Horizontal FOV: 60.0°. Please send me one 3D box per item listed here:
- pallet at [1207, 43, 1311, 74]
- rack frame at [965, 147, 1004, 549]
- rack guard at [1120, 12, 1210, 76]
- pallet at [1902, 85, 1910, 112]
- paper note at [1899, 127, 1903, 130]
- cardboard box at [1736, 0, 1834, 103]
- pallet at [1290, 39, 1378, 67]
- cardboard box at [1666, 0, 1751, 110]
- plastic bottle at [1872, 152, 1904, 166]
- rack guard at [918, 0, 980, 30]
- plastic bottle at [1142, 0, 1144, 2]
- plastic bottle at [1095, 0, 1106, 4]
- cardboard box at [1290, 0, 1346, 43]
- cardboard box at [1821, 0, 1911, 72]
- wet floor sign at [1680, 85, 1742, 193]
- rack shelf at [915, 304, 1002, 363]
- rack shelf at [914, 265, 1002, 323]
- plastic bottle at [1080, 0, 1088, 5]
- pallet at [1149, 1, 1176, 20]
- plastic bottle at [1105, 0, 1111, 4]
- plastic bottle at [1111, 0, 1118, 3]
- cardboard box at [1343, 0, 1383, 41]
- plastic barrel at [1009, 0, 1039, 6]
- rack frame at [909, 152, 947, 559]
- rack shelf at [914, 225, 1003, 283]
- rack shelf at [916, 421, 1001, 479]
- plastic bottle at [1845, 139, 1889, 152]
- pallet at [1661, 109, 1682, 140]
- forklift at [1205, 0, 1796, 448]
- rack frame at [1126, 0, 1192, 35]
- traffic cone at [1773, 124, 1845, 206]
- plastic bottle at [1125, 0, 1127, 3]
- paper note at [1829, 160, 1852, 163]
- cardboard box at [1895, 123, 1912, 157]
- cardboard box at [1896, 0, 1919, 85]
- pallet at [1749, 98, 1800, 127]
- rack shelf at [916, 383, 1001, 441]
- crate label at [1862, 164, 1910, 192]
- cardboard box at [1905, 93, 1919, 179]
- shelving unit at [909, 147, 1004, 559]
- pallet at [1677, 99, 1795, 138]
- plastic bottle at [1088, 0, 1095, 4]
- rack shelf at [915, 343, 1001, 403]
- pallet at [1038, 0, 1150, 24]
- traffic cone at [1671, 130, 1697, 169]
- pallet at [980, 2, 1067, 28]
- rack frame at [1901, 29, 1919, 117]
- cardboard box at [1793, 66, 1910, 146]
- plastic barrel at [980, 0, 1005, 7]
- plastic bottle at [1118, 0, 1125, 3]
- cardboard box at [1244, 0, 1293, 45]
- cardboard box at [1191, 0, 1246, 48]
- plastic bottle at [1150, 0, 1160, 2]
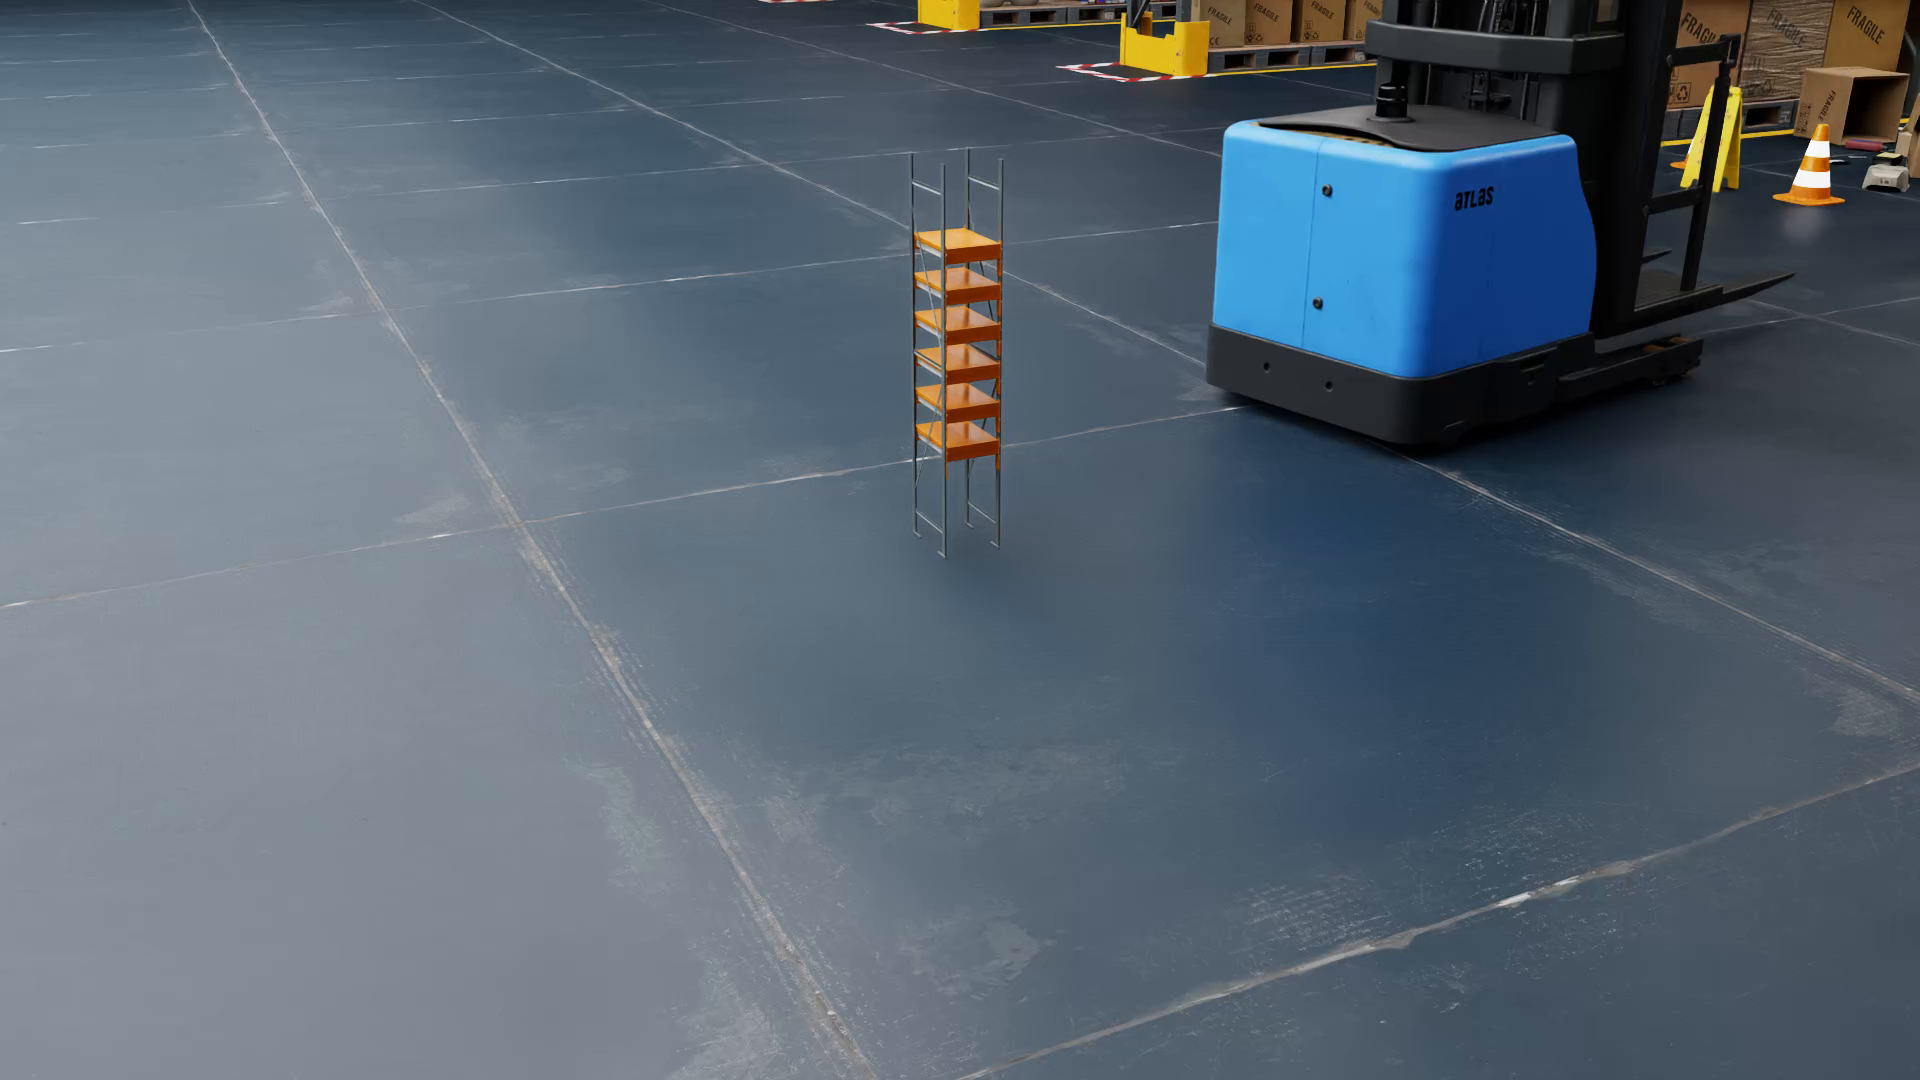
[{"bbox_3d":[2.768,-4.925,16.871,1.213,0.211,1.003,-10,25,-24],"label":"pallet"},{"bbox_3d":[0.069,-0.567,5.051,0.006,1.200,0.240,-10,25,-24],"label":"rack frame"},{"bbox_3d":[2.021,-4.935,16.519,0.348,0.500,1.175,-10,25,-24],"label":"rack guard"},{"bbox_3d":[8.280,-3.881,14.349,1.213,0.211,1.003,-10,25,-24],"label":"pallet"},{"bbox_3d":[7.404,-3.220,12.988,0.147,0.020,0.142,10,24,22],"label":"paper note"},{"bbox_3d":[6.209,-3.997,13.212,0.875,0.875,0.875,-10,25,-23],"label":"cardboard box"},{"bbox_3d":[3.866,-5.125,17.356,1.213,0.211,1.003,-10,25,-24],"label":"pallet"},{"bbox_3d":[5.387,-3.846,12.848,0.875,0.875,0.875,-11,25,-24],"label":"cardboard box"},{"bbox_3d":[6.473,-2.657,11.588,0.133,0.061,0.283,20,30,40],"label":"plastic bottle"},{"bbox_3d":[-0.147,-6.659,20.682,0.348,0.500,1.175,-10,25,-24],"label":"rack guard"},{"bbox_3d":[2.341,-7.076,21.408,0.135,0.276,0.152,-10,24,-23],"label":"plastic bottle"},{"bbox_3d":[1.785,-6.958,21.113,0.133,0.283,0.061,-10,25,-23],"label":"plastic bottle"},{"bbox_3d":[3.619,-5.423,17.148,0.500,0.500,0.500,-8,24,-19],"label":"cardboard box"},{"bbox_3d":[7.020,-4.147,13.576,0.875,0.875,0.875,-10,25,-23],"label":"cardboard box"},{"bbox_3d":[4.845,-2.577,10.631,0.232,0.644,0.267,-15,27,-33],"label":"wet floor sign"},{"bbox_3d":[-0.013,-0.622,4.986,0.180,0.103,0.258,-10,25,-24],"label":"rack shelf"},{"bbox_3d":[-0.013,-0.733,4.940,0.180,0.103,0.258,-10,25,-24],"label":"rack shelf"},{"bbox_3d":[1.573,-6.921,21.039,0.097,0.271,0.097,0,22,0],"label":"plastic bottle"},{"bbox_3d":[2.786,-7.063,22.036,1.213,0.211,1.003,-10,25,-24],"label":"pallet"},{"bbox_3d":[1.882,-6.978,21.177,0.097,0.271,0.097,0,22,0],"label":"plastic bottle"},{"bbox_3d":[1.972,-6.994,21.217,0.097,0.271,0.097,0,22,0],"label":"plastic bottle"},{"bbox_3d":[4.141,-5.500,17.335,0.500,0.500,0.500,-13,26,-28],"label":"cardboard box"},{"bbox_3d":[0.816,-7.048,21.058,0.421,0.512,0.421,0,22,0],"label":"plastic barrel"},{"bbox_3d":[-0.095,-0.537,4.978,0.006,1.200,0.240,-10,25,-24],"label":"rack frame"},{"bbox_3d":[-0.013,-0.844,4.894,0.180,0.103,0.258,-10,25,-24],"label":"rack shelf"},{"bbox_3d":[-0.013,-0.289,5.124,0.180,0.103,0.258,-10,25,-24],"label":"rack shelf"},{"bbox_3d":[6.612,-2.868,12.100,0.283,0.061,0.133,20,30,40],"label":"plastic bottle"},{"bbox_3d":[4.699,-3.223,12.760,1.213,0.211,1.003,-10,25,-24],"label":"pallet"},{"bbox_3d":[2.444,-2.123,6.546,3.031,2.935,1.130,-17,28,-35],"label":"forklift"},{"bbox_3d":[1.953,-6.078,16.011,0.127,3.000,1.000,-10,25,-24],"label":"rack frame"},{"bbox_3d":[5.291,-2.332,10.280,0.334,0.463,0.336,-10,25,-24],"label":"traffic cone"},{"bbox_3d":[2.155,-7.028,21.298,0.097,0.271,0.097,0,22,0],"label":"plastic bottle"},{"bbox_3d":[6.124,-2.647,11.607,0.142,0.017,0.144,-2,23,-5],"label":"paper note"},{"bbox_3d":[6.867,-2.832,11.745,0.258,0.266,0.396,-6,23,-14],"label":"cardboard box"},{"bbox_3d":[8.137,-4.304,14.118,0.750,0.750,1.050,-11,25,-24],"label":"cardboard box"},{"bbox_3d":[6.898,-3.628,13.738,1.213,0.211,1.003,-10,25,-24],"label":"pallet"},{"bbox_3d":[-0.013,-0.400,5.078,0.180,0.103,0.258,-10,25,-24],"label":"rack shelf"},{"bbox_3d":[5.972,-2.334,10.709,0.250,0.136,0.298,15,27,31],"label":"crate label"},{"bbox_3d":[6.735,-2.673,11.049,0.797,0.503,0.637,10,24,22],"label":"cardboard box"},{"bbox_3d":[-0.013,-0.552,5.015,0.189,1.200,0.258,-10,25,-24],"label":"shelving unit"},{"bbox_3d":[5.797,-3.424,13.245,1.213,0.211,1.003,-10,25,-24],"label":"pallet"},{"bbox_3d":[1.667,-6.906,21.094,0.097,0.201,0.097,0,22,0],"label":"plastic bottle"},{"bbox_3d":[-0.013,-0.511,5.032,0.180,0.103,0.258,-10,25,-24],"label":"rack shelf"},{"bbox_3d":[1.685,-6.859,21.544,1.213,0.211,1.003,-10,25,-24],"label":"pallet"},{"bbox_3d":[5.107,-2.778,11.357,0.334,0.463,0.336,-10,25,-24],"label":"traffic cone"},{"bbox_3d":[0.587,-6.658,21.059,1.213,0.211,1.003,-10,25,-24],"label":"pallet"},{"bbox_3d":[7.617,-5.015,13.444,0.127,3.000,1.000,-10,25,-24],"label":"rack frame"},{"bbox_3d":[6.663,-3.250,12.445,0.500,0.500,0.500,-6,23,-14],"label":"cardboard box"},{"bbox_3d":[0.364,-6.965,20.857,0.421,0.512,0.421,0,22,0],"label":"plastic barrel"},{"bbox_3d":[2.062,-6.978,21.270,0.097,0.201,0.097,0,22,0],"label":"plastic bottle"},{"bbox_3d":[3.046,-5.326,16.913,0.500,0.500,0.500,-4,23,-10],"label":"cardboard box"},{"bbox_3d":[2.523,-5.215,16.645,0.500,0.500,0.500,-6,23,-14],"label":"cardboard box"},{"bbox_3d":[2.490,-7.136,21.456,0.185,0.351,0.144,-11,25,-24],"label":"plastic bottle"}]
